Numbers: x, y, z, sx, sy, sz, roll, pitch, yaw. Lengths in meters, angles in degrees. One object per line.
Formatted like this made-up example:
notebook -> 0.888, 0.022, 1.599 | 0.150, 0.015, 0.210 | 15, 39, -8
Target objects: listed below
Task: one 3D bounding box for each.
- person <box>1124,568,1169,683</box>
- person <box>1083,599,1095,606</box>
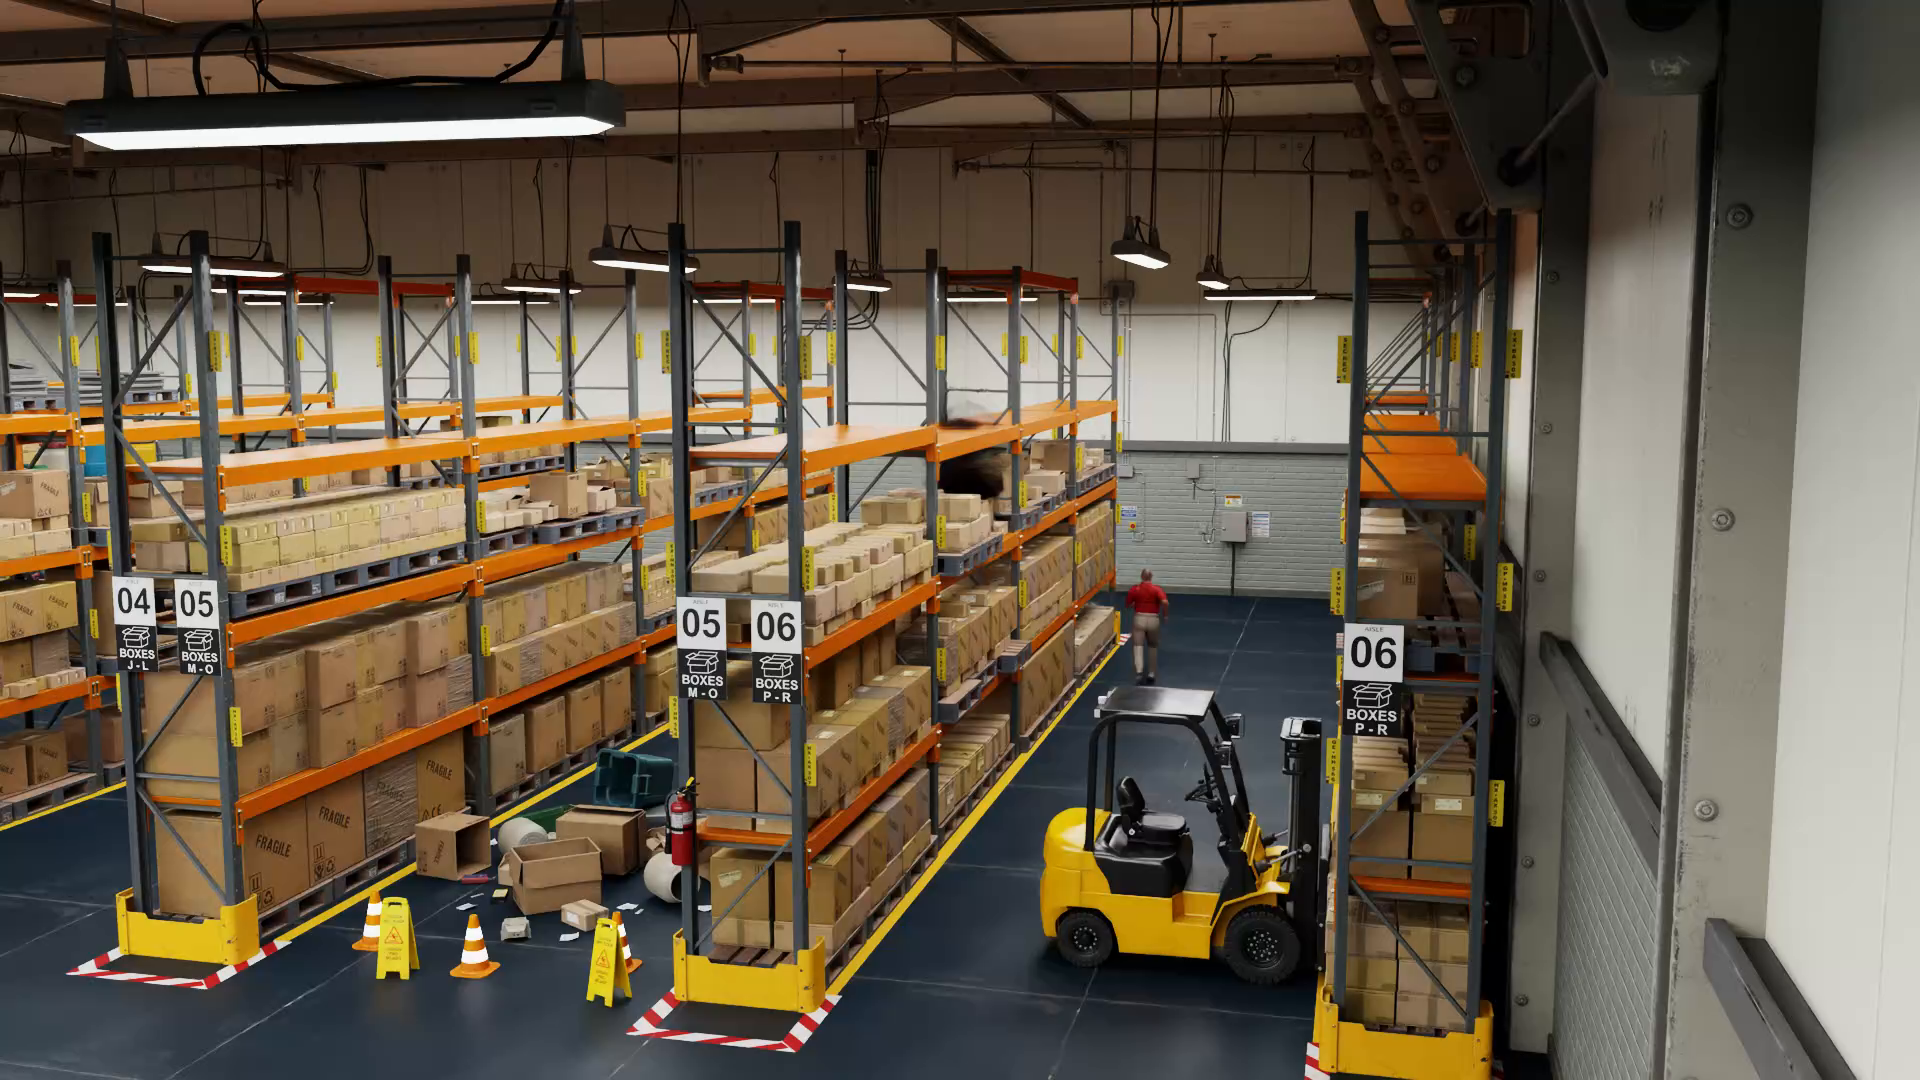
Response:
person -> 2.778, 1.270, 24.800 | 0.662, 1.716, 0.989 | 1, 7, 6
person -> 2.208, 0.788, 29.625 | 0.539, 1.543, 0.602 | 4, 8, 32
